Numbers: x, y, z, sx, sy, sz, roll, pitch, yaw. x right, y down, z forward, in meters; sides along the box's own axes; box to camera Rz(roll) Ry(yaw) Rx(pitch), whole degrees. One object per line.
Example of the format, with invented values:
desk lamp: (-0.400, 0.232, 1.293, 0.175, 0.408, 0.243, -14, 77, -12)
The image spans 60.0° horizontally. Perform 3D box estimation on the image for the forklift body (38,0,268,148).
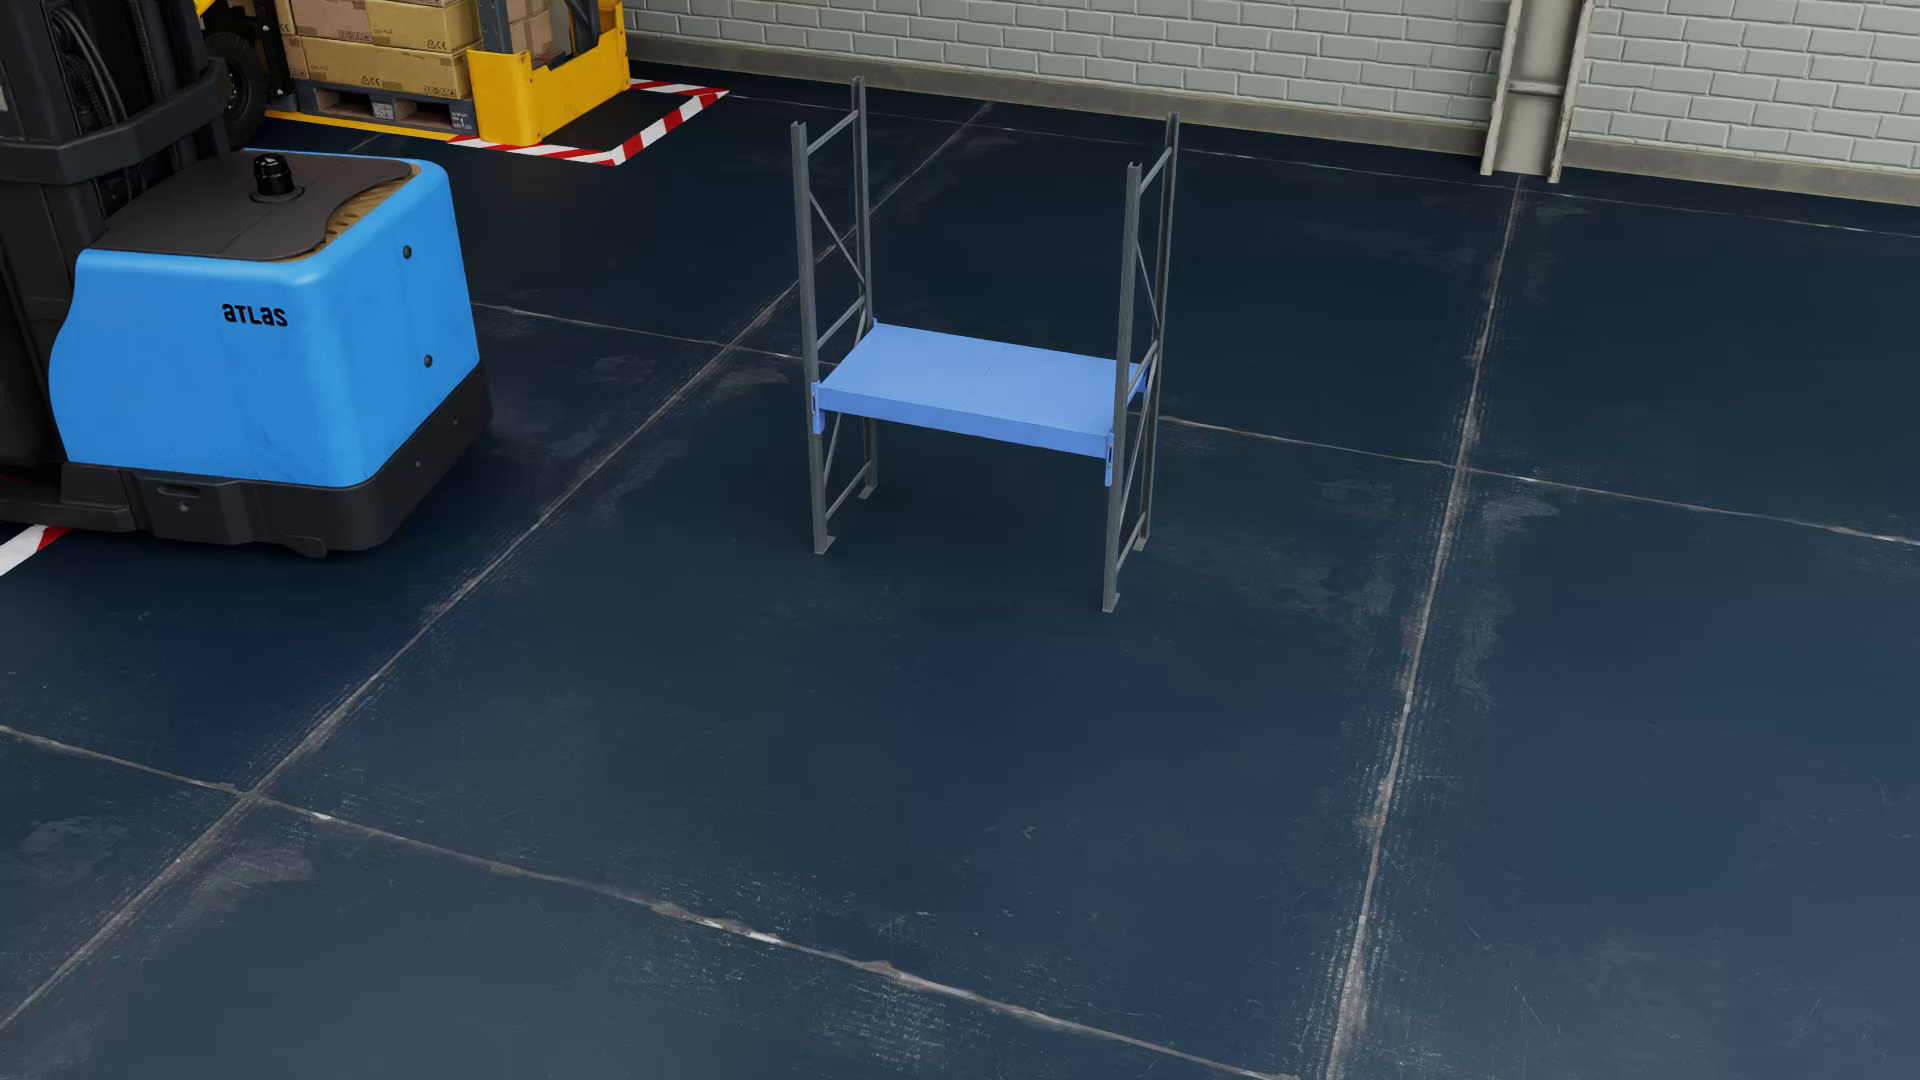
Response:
forklift body: (-4.733, -2.791, 8.089, 1.214, 2.155, 2.313, 11, 34, 16)

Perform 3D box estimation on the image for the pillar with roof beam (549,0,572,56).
pillar with roof beam: (-4.137, -4.642, 4.643, 0.400, 9.000, 9.100, 11, 34, 16)

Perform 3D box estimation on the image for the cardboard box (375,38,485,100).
cardboard box: (-2.882, -2.678, 9.280, 0.500, 0.250, 0.500, 11, 35, 17)

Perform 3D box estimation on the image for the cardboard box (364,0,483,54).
cardboard box: (-2.896, -2.893, 9.152, 0.500, 0.250, 0.500, 11, 34, 16)

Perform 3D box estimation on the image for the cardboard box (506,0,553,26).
cardboard box: (-2.705, -3.155, 9.558, 0.500, 0.250, 0.500, 12, 35, 17)

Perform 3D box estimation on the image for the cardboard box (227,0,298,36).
cardboard box: (-3.858, -3.074, 9.432, 0.500, 0.250, 0.500, 10, 34, 15)

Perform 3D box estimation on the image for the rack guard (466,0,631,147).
rack guard: (-2.310, -2.677, 9.436, 0.348, 0.500, 1.175, 11, 34, 16)

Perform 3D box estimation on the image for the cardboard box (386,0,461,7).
cardboard box: (-2.871, -3.098, 9.009, 0.500, 0.250, 0.500, 12, 35, 18)

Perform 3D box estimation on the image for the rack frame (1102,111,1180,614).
rack frame: (0.559, -0.521, 5.175, 0.032, 1.500, 0.500, 11, 34, 16)

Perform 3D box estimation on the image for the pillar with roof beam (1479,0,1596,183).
pillar with roof beam: (1.512, -3.544, 2.942, 0.400, 9.000, 9.100, 11, 34, 16)

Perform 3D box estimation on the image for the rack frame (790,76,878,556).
rack frame: (-0.398, -0.707, 5.463, 0.032, 1.500, 0.500, 11, 34, 16)

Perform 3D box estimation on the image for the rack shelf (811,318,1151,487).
rack shelf: (0.080, -0.463, 5.417, 1.000, 0.185, 0.538, 11, 34, 16)

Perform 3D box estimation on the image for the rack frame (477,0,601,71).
rack frame: (-2.333, -3.732, 8.765, 0.127, 3.000, 1.000, 11, 34, 16)

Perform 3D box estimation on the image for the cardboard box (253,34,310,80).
cardboard box: (-3.815, -2.870, 9.577, 0.500, 0.250, 0.500, 11, 35, 17)

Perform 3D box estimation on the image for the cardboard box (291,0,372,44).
cardboard box: (-3.365, -2.990, 9.302, 0.500, 0.250, 0.500, 11, 34, 16)

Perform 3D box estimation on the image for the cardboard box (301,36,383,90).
cardboard box: (-3.347, -2.774, 9.428, 0.500, 0.250, 0.500, 11, 34, 16)

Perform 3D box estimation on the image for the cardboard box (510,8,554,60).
cardboard box: (-2.729, -2.943, 9.690, 0.500, 0.250, 0.500, 11, 34, 17)

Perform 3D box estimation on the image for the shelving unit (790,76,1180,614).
shelving unit: (0.080, -0.614, 5.319, 1.048, 1.500, 0.538, 11, 34, 16)

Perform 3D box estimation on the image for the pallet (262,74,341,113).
pallet: (-4.211, -2.903, 10.052, 1.213, 0.211, 1.003, 11, 34, 16)

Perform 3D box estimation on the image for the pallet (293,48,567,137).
pallet: (-3.067, -2.679, 9.705, 1.213, 0.211, 1.003, 11, 34, 16)

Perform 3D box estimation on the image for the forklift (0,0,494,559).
forklift: (-3.346, -1.549, 5.447, 3.031, 2.935, 1.130, 6, 33, 9)
